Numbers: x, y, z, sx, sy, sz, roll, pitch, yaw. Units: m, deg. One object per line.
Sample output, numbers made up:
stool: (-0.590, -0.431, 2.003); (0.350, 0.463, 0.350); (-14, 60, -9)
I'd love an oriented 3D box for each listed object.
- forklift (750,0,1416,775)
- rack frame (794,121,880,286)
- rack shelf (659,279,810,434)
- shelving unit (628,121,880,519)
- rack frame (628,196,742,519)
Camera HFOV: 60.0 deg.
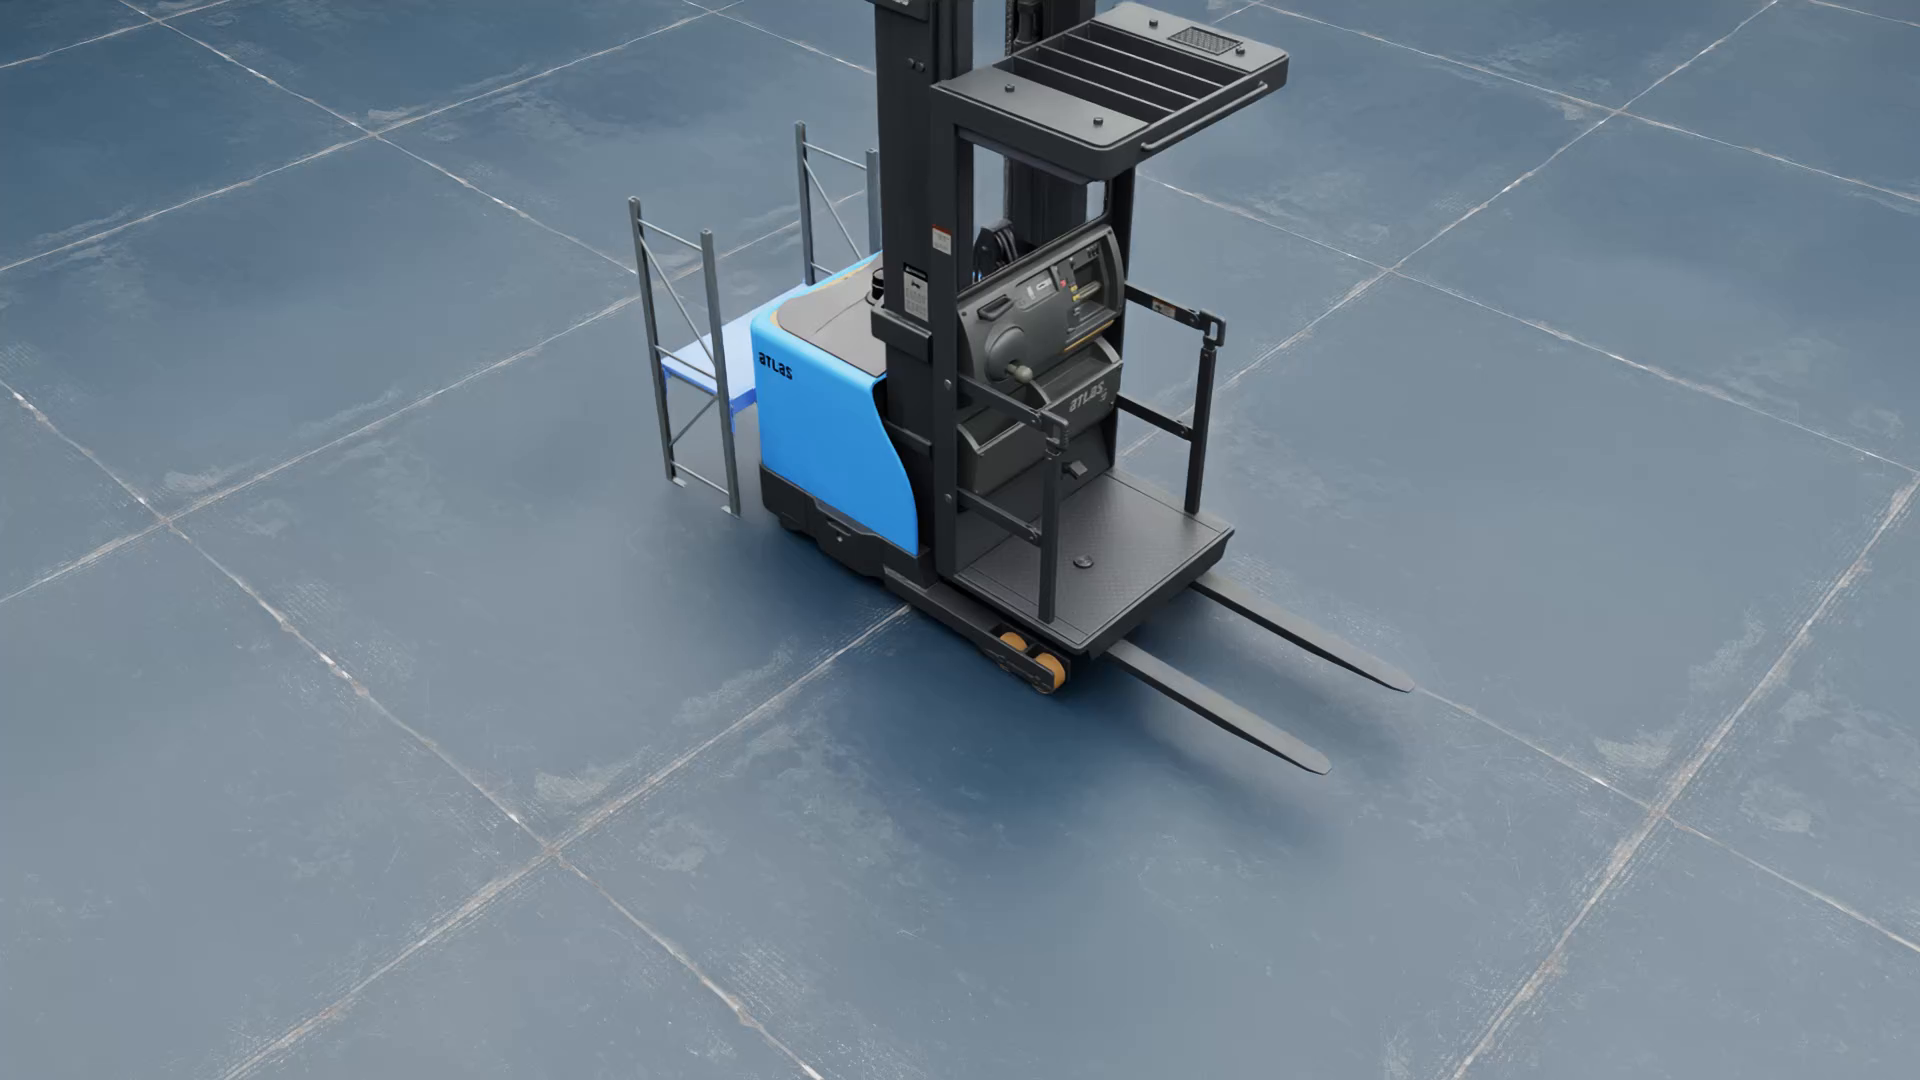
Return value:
forklift: (0.490, -0.878, 6.499); (3.031, 2.935, 1.130); (30, 47, 32)
rack frame: (-0.576, -1.277, 8.150); (0.500, 1.500, 0.032); (28, 46, 31)
rack shelf: (-0.906, -0.896, 7.960); (0.538, 0.185, 1.000); (28, 46, 31)
shelving unit: (-0.907, -1.037, 7.848); (0.538, 1.500, 1.048); (28, 46, 31)
rack frame: (-1.237, -0.796, 7.545); (0.500, 1.500, 0.032); (28, 46, 31)
